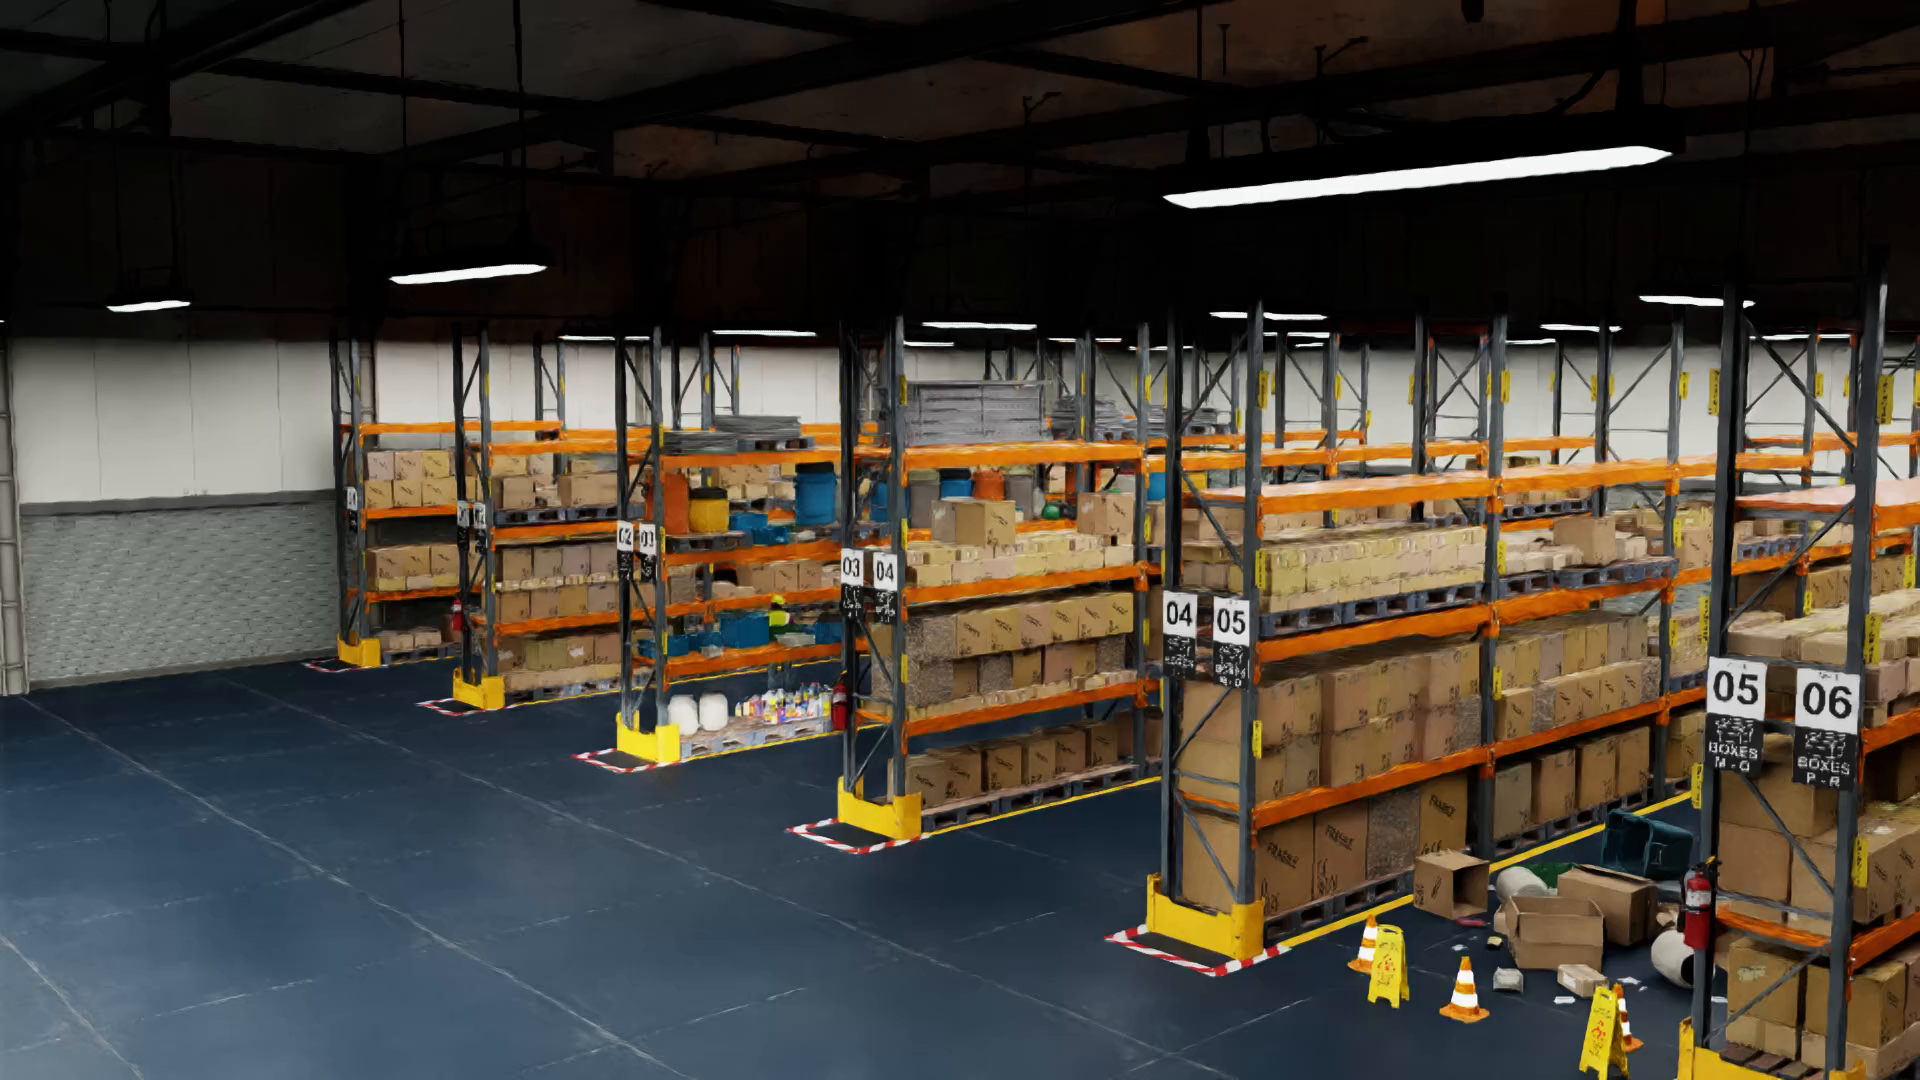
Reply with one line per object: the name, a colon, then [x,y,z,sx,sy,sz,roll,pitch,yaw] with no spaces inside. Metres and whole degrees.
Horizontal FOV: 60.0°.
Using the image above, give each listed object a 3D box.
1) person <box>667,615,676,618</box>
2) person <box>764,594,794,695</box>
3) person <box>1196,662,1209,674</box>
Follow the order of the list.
person: [-5.688,1.099,32.555,0.700,1.686,0.863,3,7,31]
person: [-2.859,1.706,25.968,0.624,1.764,0.502,-1,6,-12]
person: [3.051,2.312,20.516,0.529,1.675,0.682,-5,8,-44]
